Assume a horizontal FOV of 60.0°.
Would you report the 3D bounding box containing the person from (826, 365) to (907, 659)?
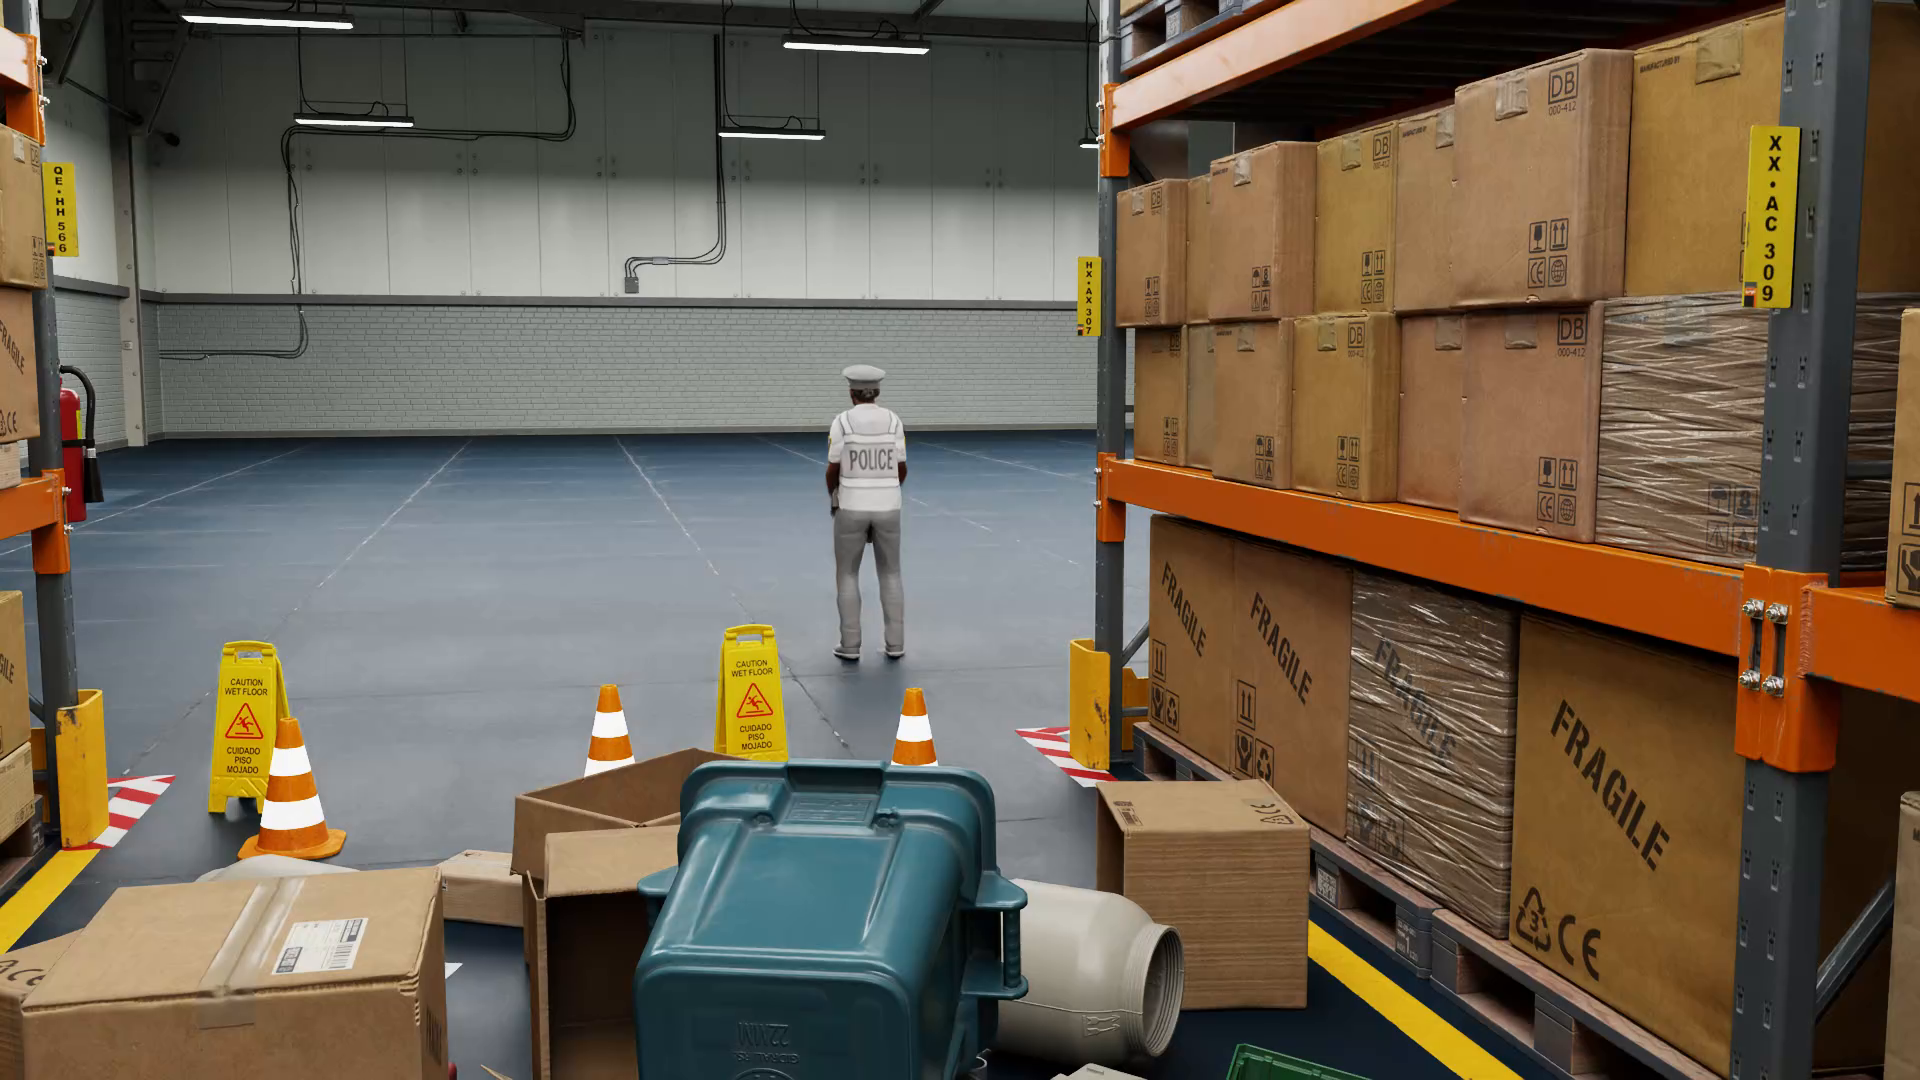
[{"bbox_3d":[-0.539,-0.163,9.567,0.481,1.682,0.415,-2,6,-15],"label":"person"}]
